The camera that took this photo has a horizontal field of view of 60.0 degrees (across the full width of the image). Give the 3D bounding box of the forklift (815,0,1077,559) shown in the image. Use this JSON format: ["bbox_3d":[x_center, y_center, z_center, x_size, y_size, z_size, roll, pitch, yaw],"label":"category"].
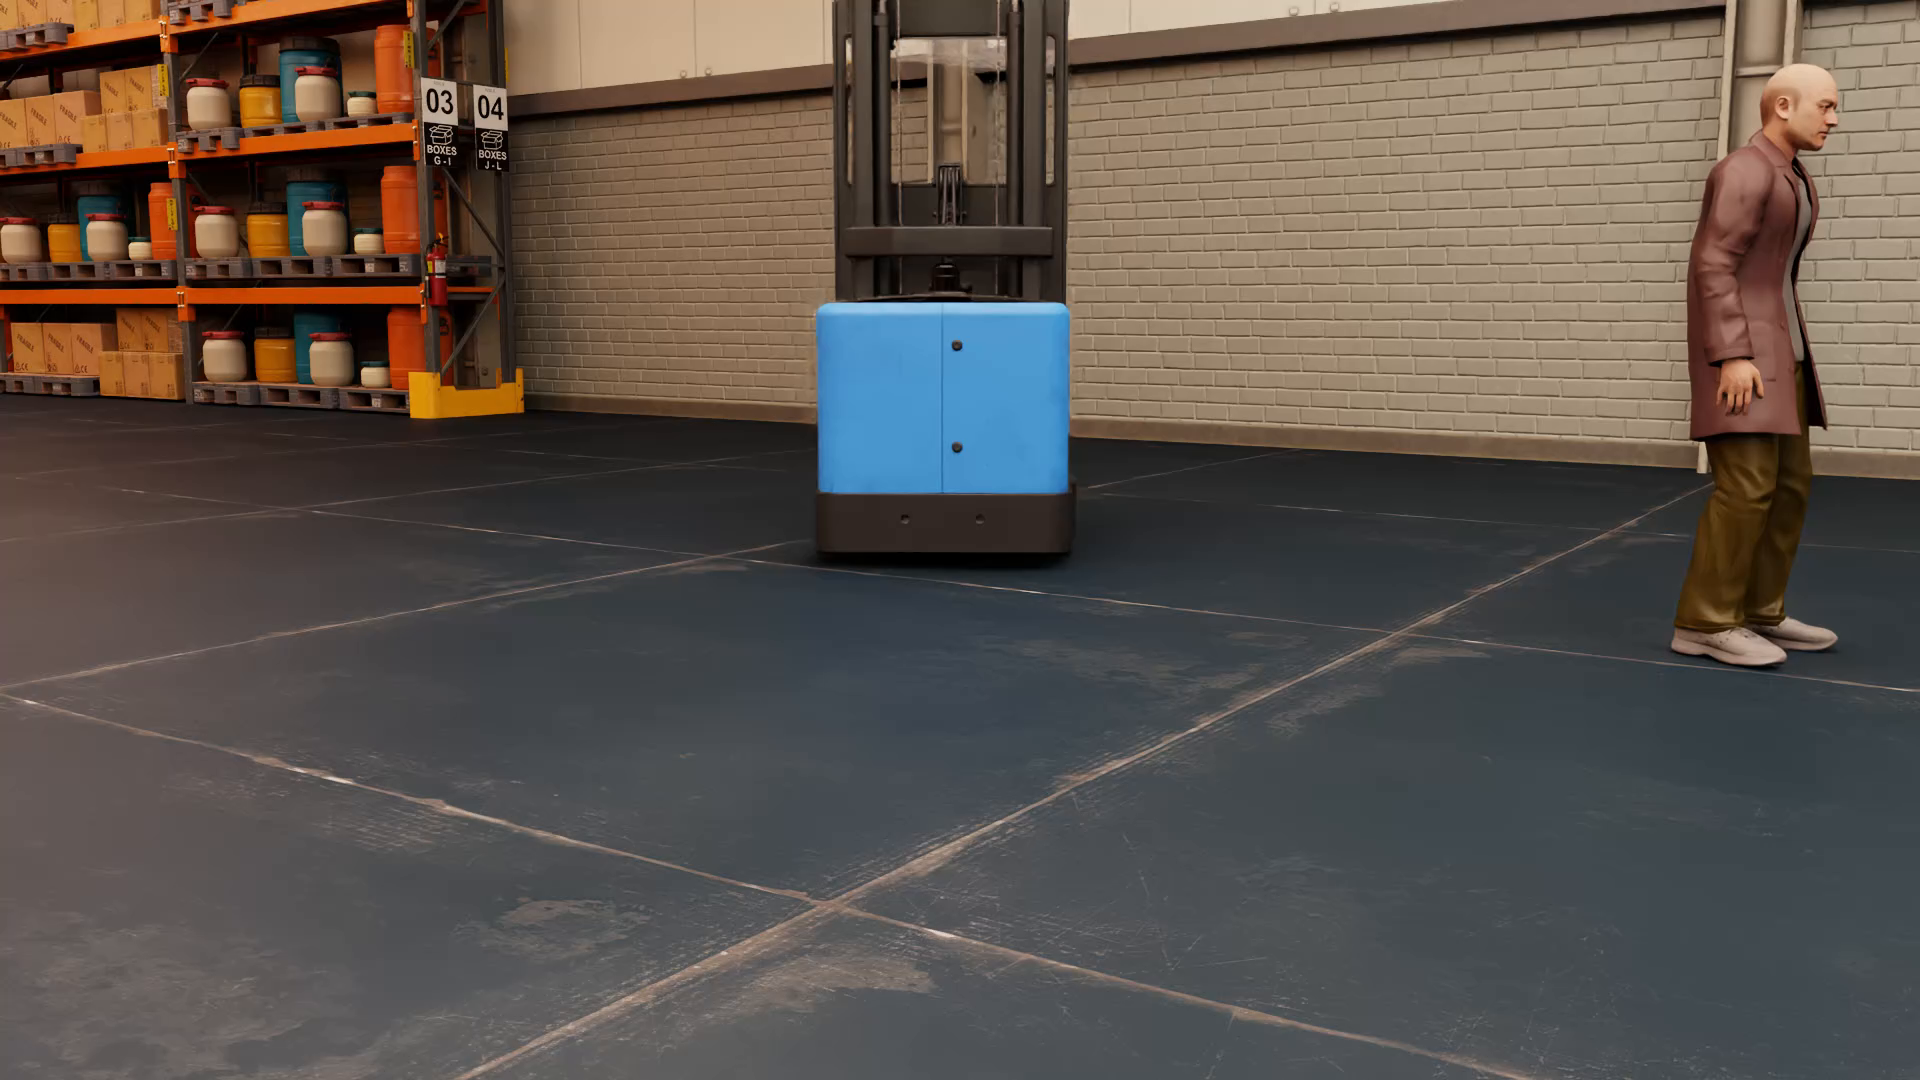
[{"bbox_3d":[-0.038,-1.541,8.032,1.130,2.935,3.031,0,8,1],"label":"forklift"}]

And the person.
[{"bbox_3d":[2.442,-0.533,5.059,0.644,1.774,0.436,-8,11,-44],"label":"person"}]
